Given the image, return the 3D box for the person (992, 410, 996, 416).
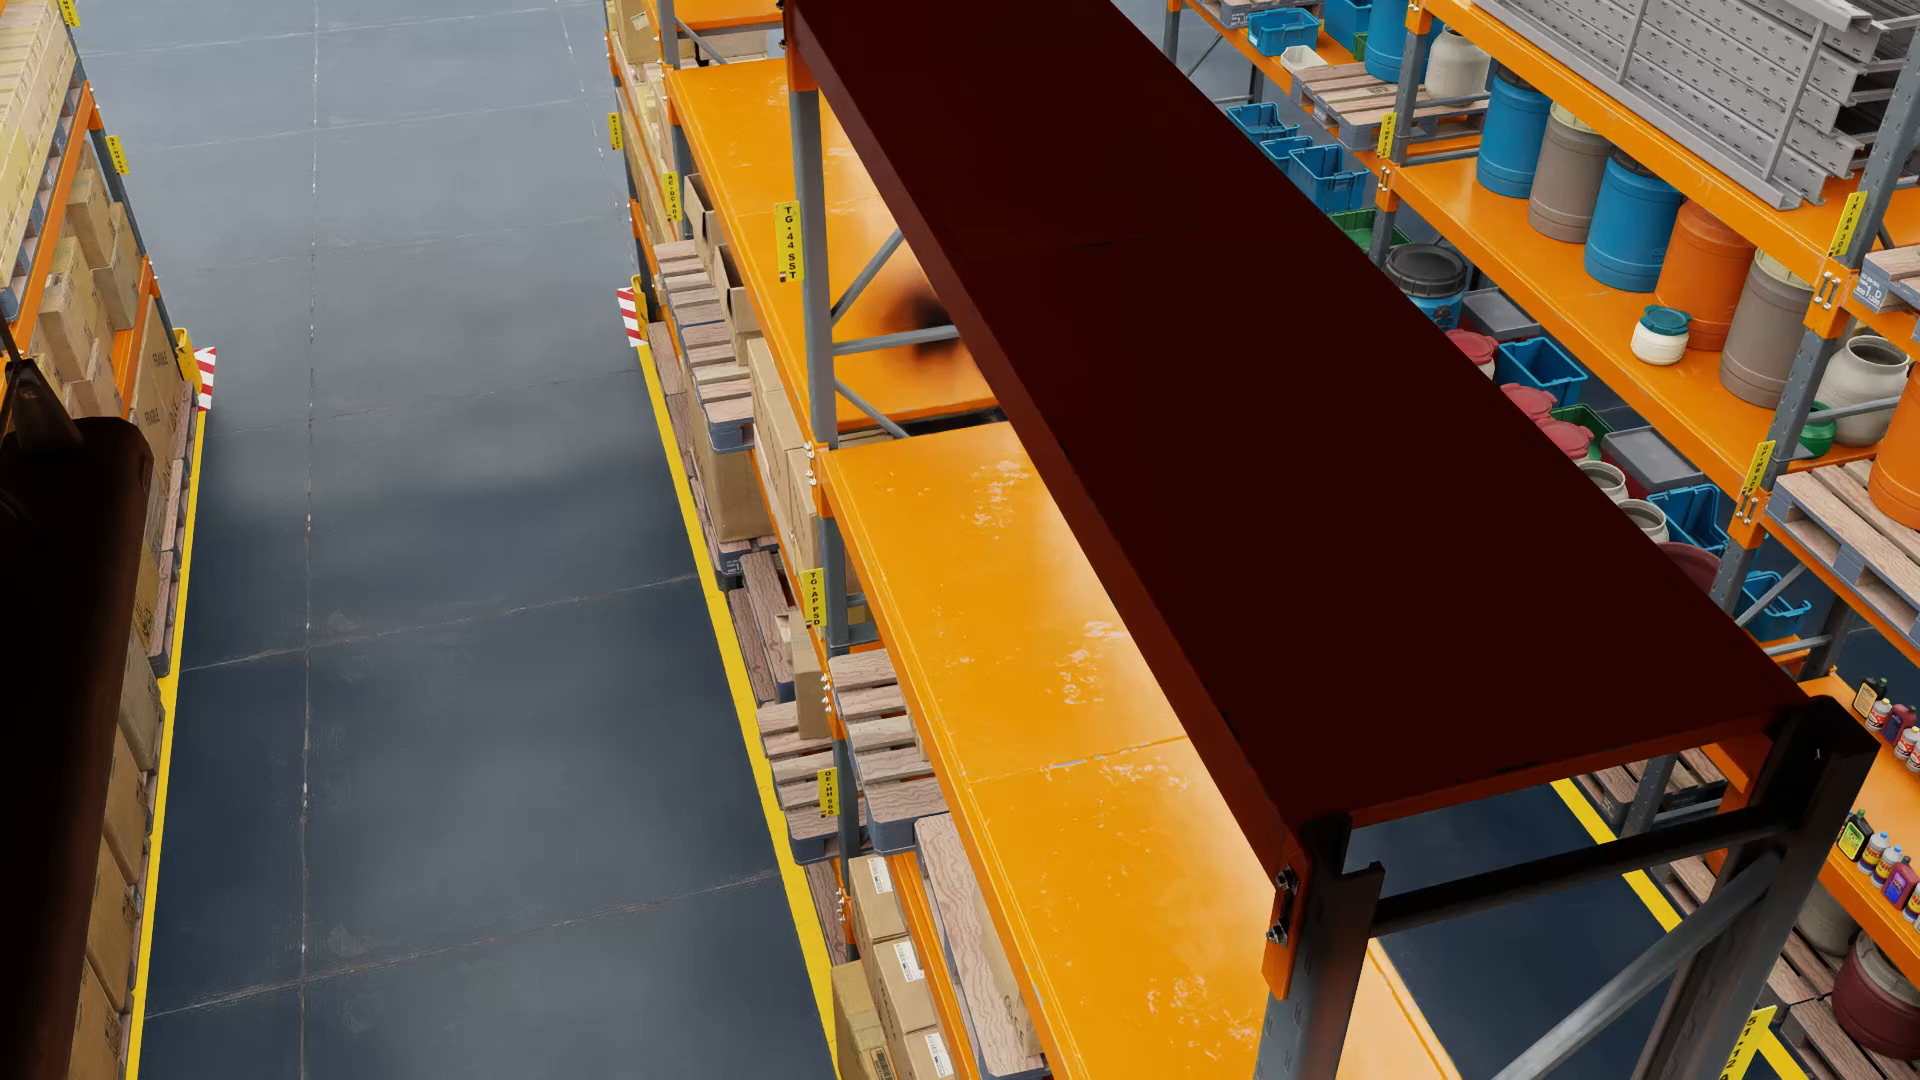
[{"bbox_3d":[0.073,-1.760,13.700,0.553,1.753,0.782,-17,42,-20],"label":"person"}]
